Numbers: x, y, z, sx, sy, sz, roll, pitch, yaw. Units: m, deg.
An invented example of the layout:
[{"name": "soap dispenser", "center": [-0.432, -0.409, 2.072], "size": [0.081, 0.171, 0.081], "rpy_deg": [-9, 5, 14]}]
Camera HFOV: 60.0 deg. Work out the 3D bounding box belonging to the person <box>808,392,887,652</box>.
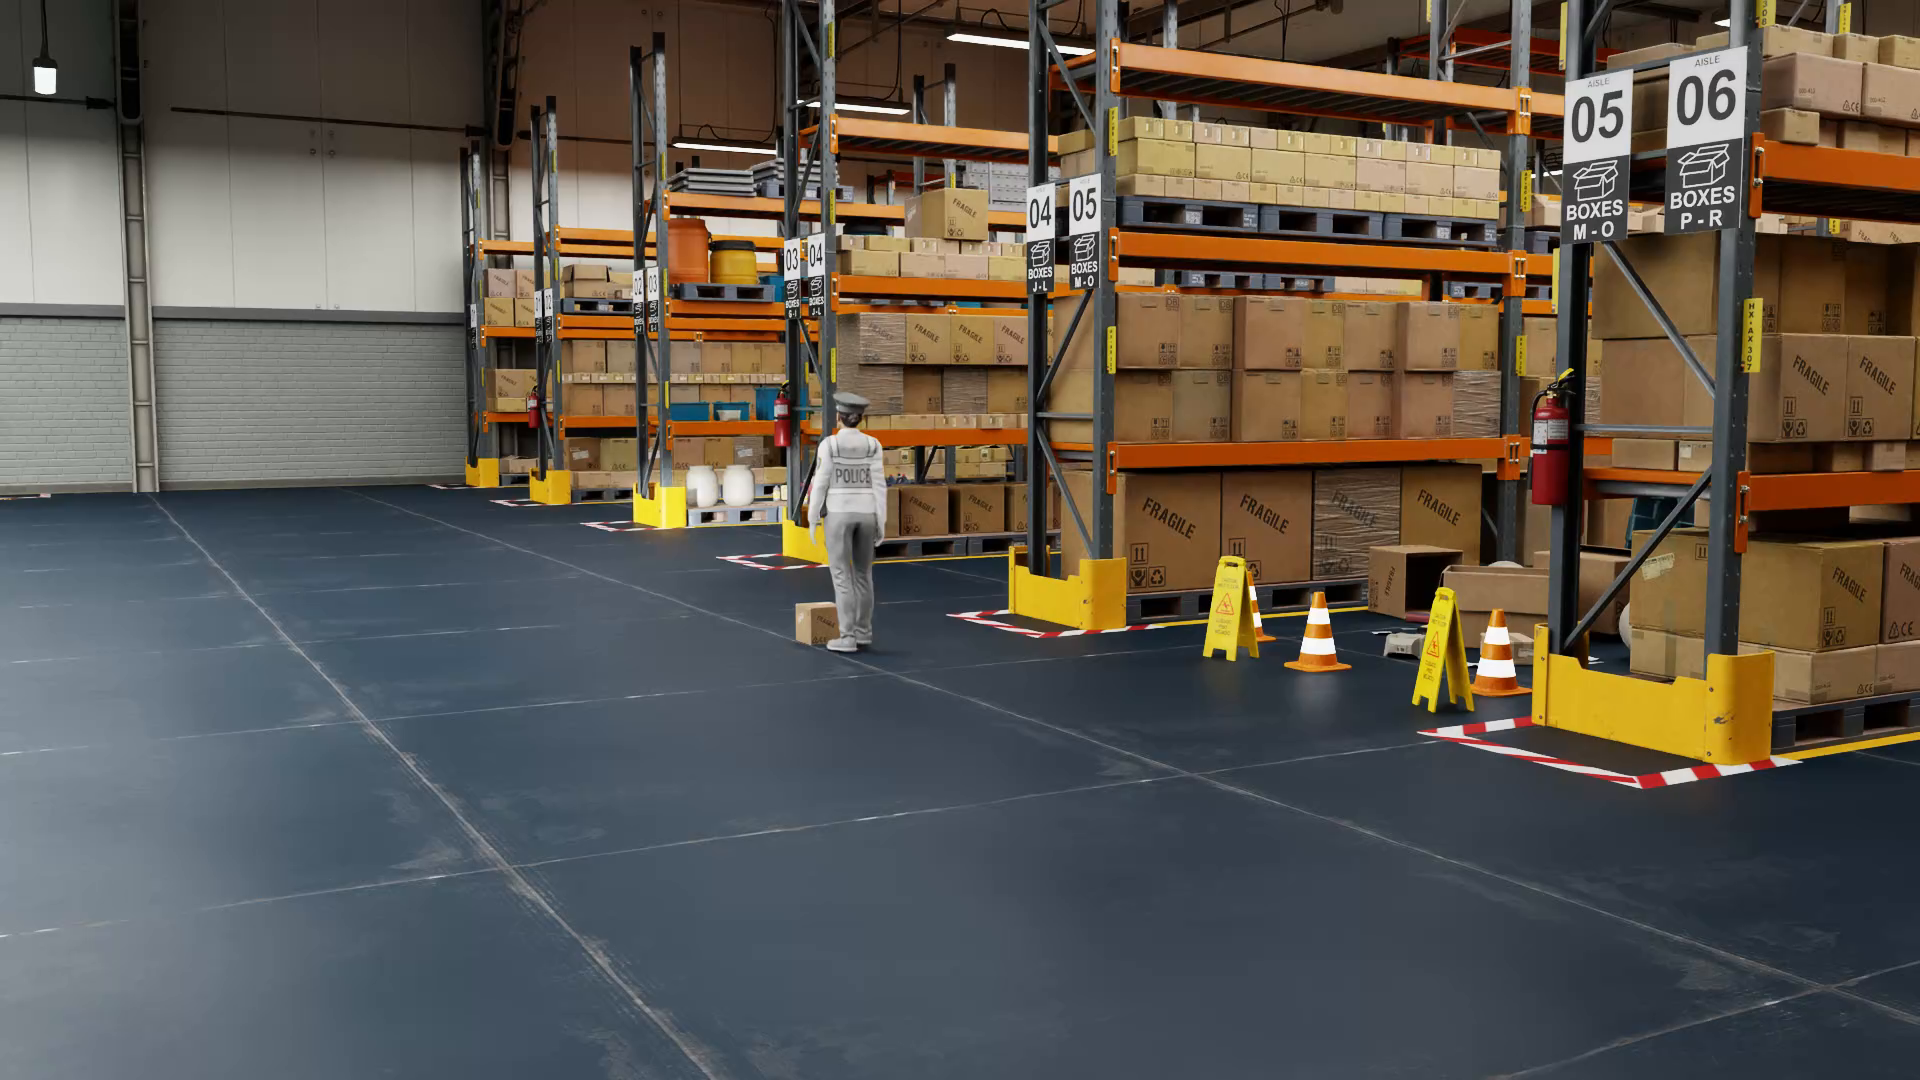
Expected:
[{"name": "person", "center": [-0.781, -0.121, 10.824], "size": [0.502, 1.680, 0.508], "rpy_deg": [-3, 6, -28]}]
